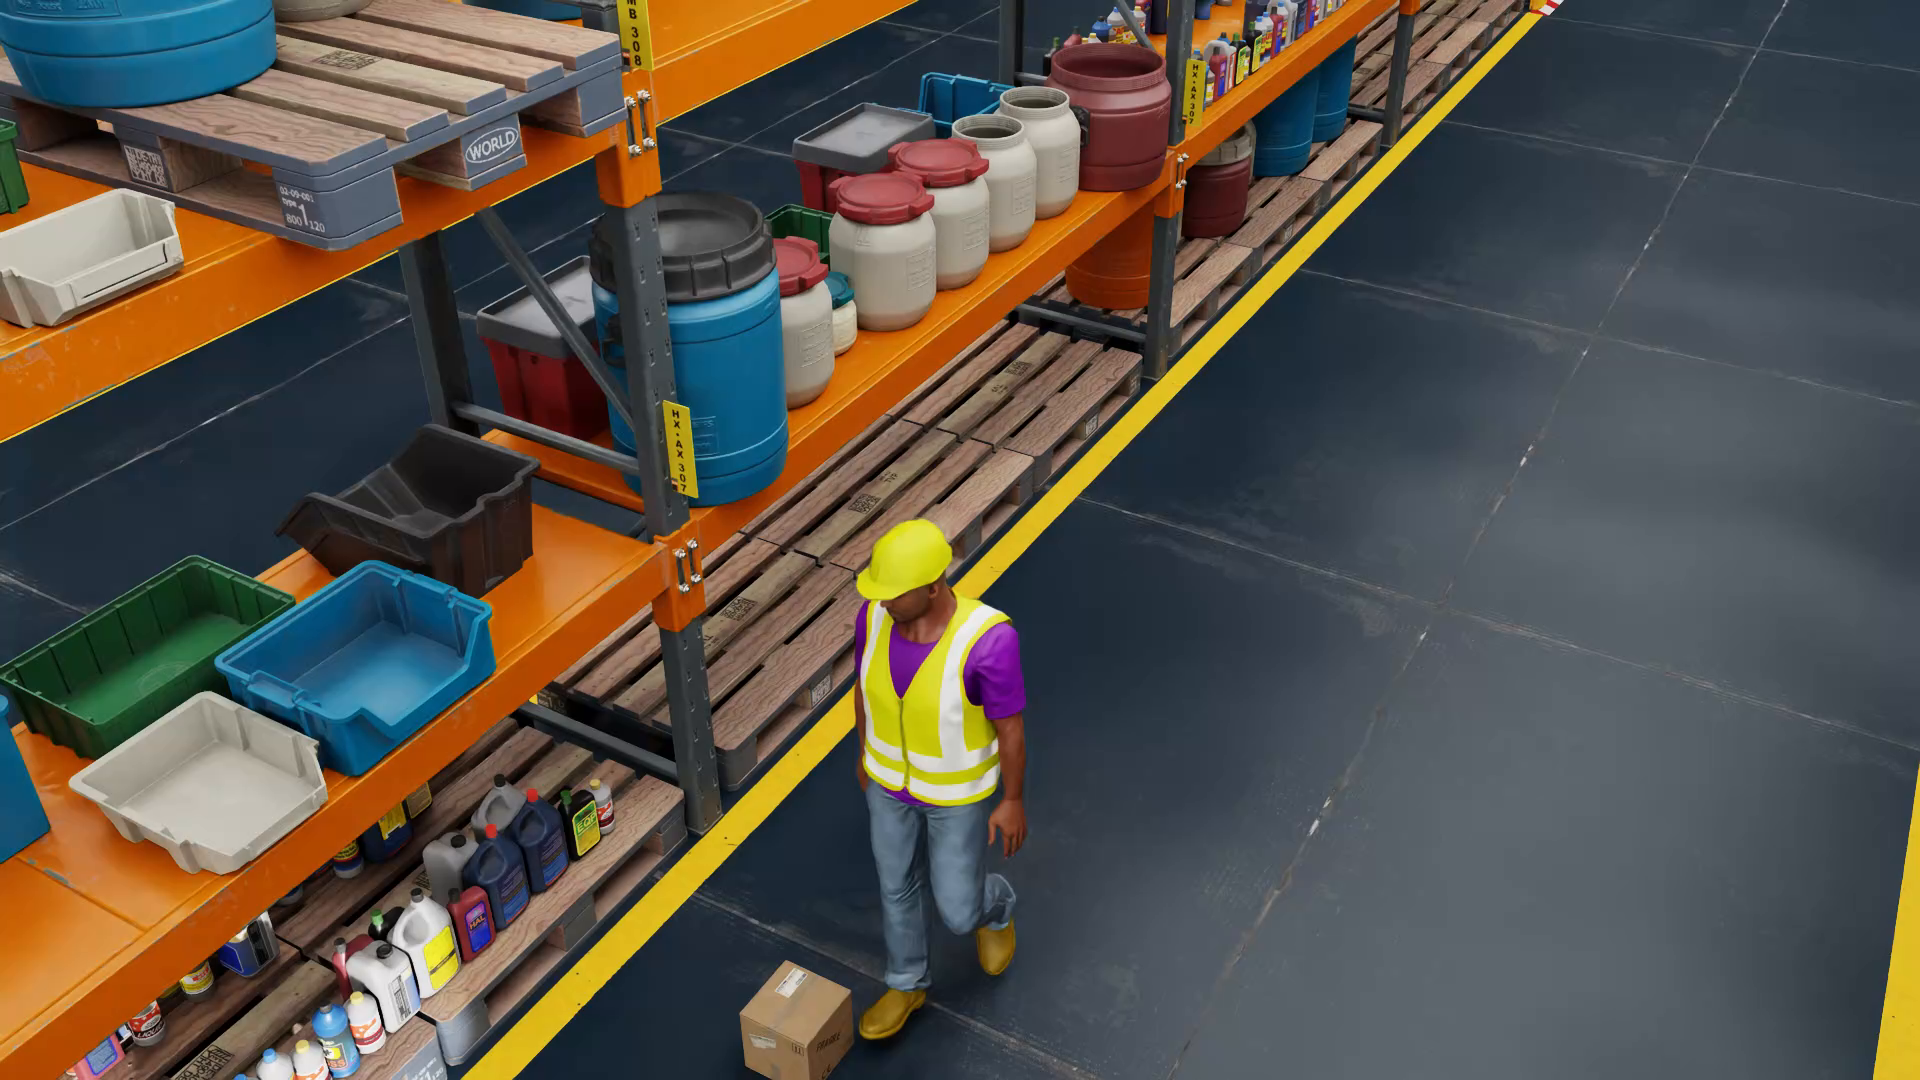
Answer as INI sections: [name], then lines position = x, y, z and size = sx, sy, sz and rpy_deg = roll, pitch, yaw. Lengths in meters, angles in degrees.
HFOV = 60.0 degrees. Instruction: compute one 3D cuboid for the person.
[person]
position = -0.099, 0.742, 4.996
size = 0.631, 1.764, 0.659
rpy_deg = 17, 38, 24
